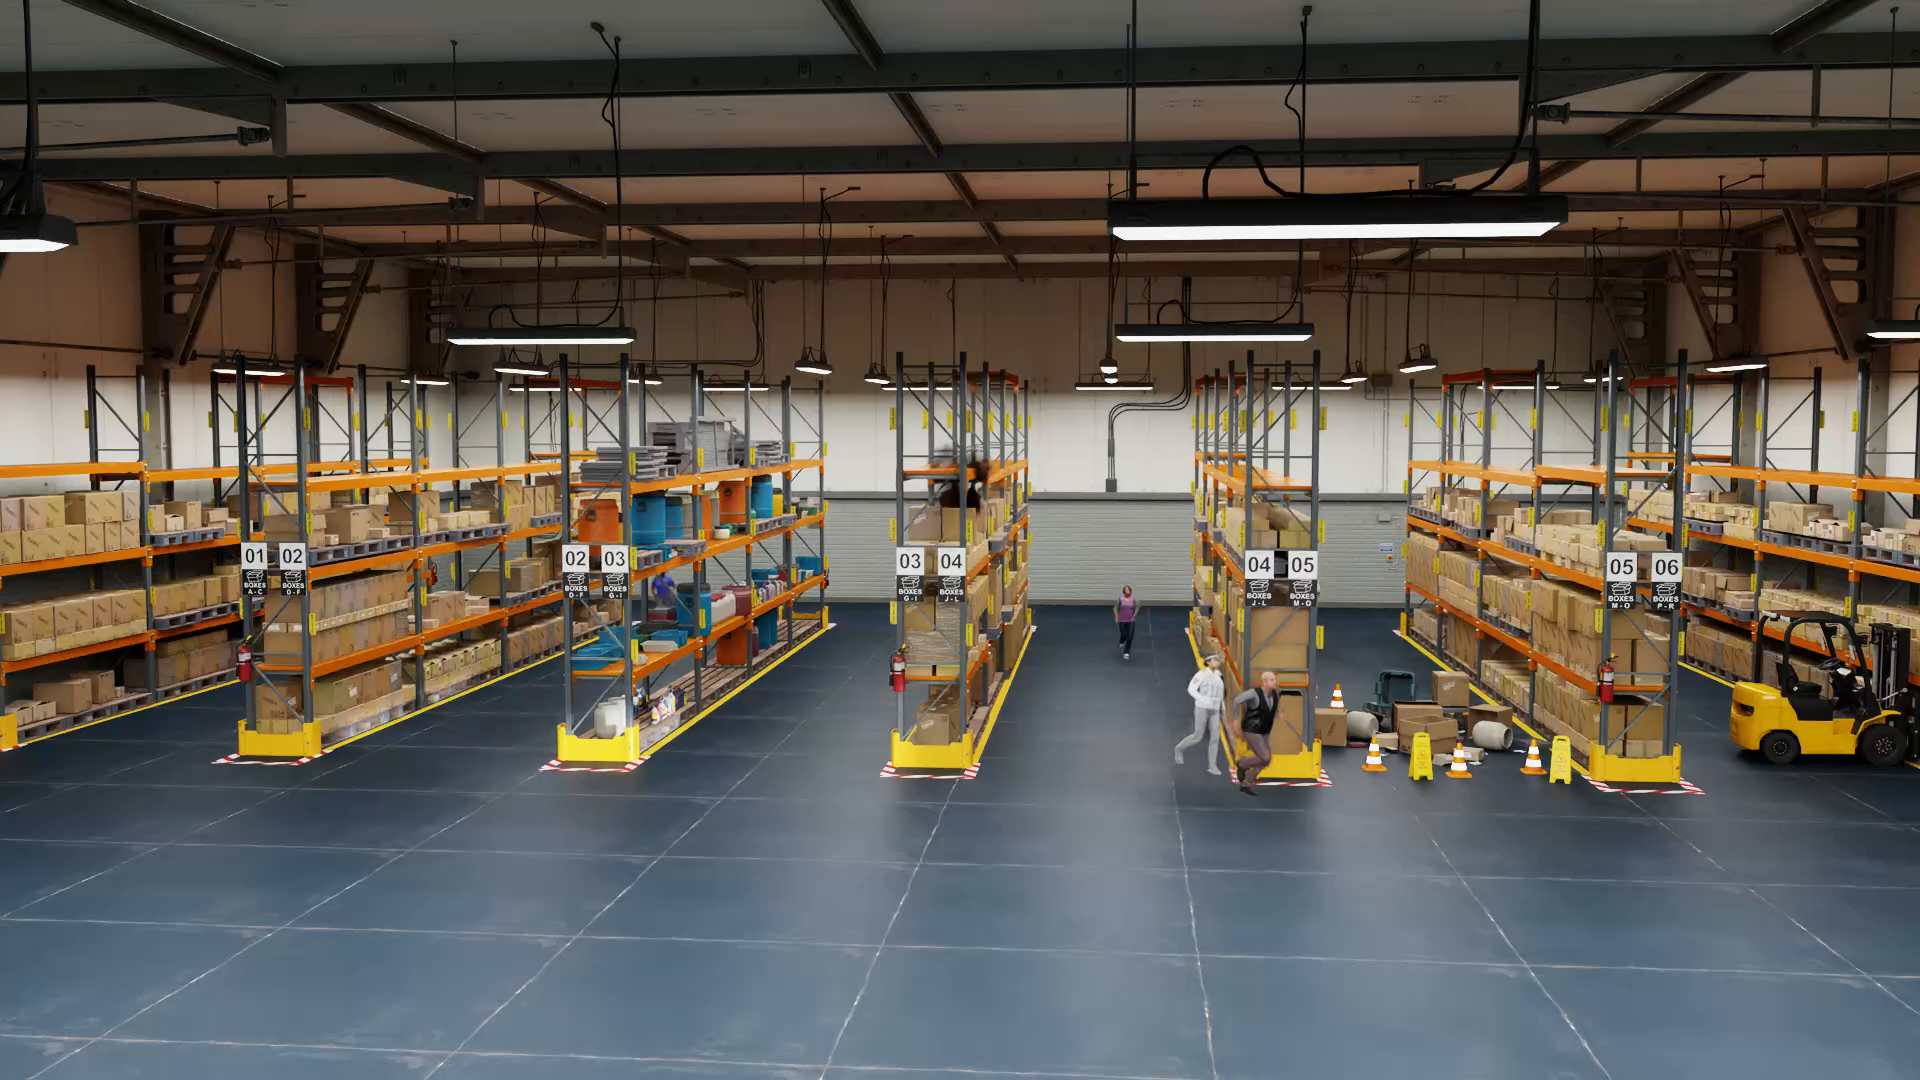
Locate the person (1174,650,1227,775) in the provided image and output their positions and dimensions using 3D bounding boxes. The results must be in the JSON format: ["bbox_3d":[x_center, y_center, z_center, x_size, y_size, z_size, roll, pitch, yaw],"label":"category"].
[{"bbox_3d":[3.421,2.327,22.800,0.675,1.650,0.899,-2,5,-31],"label":"person"}]

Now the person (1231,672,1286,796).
[{"bbox_3d":[3.953,2.544,21.818,0.646,1.657,0.702,-4,6,-42],"label":"person"}]

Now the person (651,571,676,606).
[{"bbox_3d":[-6.963,1.422,39.012,0.591,1.634,0.725,0,4,-5],"label":"person"}]

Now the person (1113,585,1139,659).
[{"bbox_3d":[3.526,1.734,35.192,0.541,1.555,0.543,0,4,-1],"label":"person"}]
